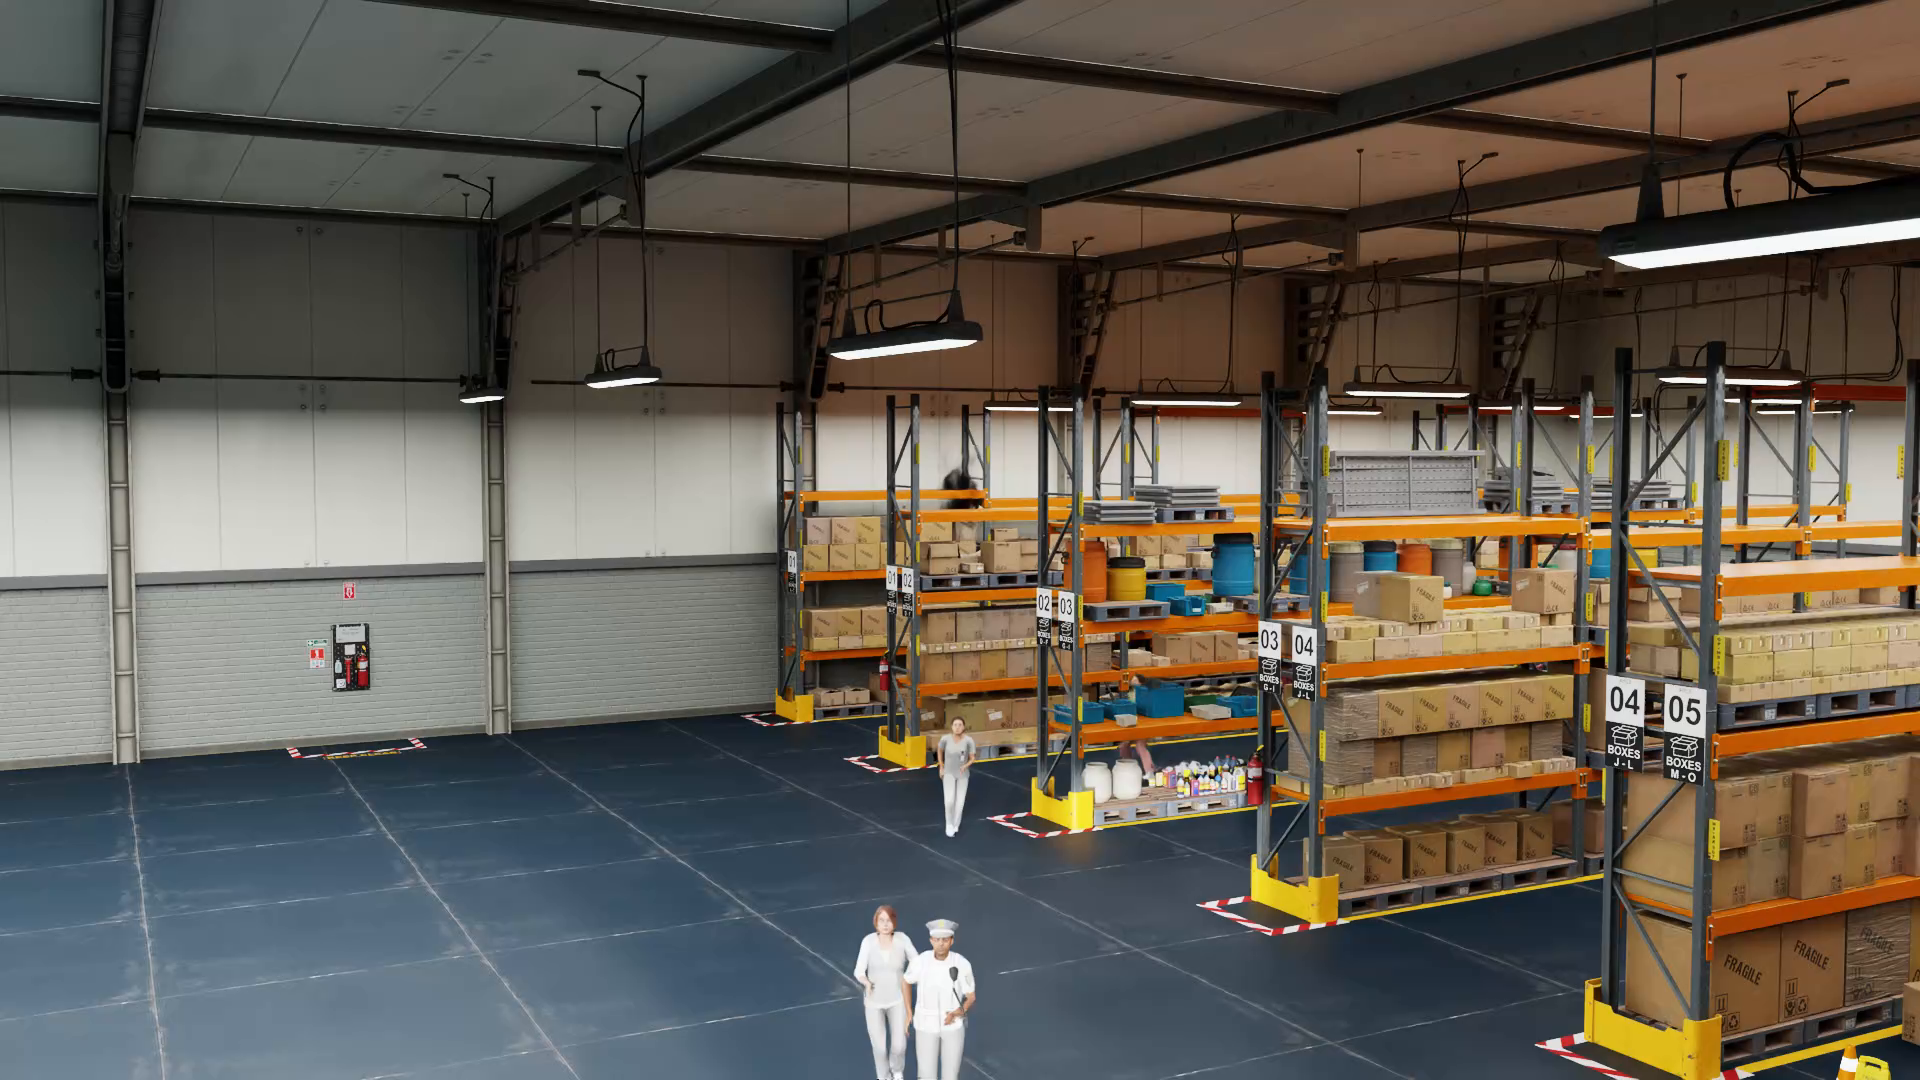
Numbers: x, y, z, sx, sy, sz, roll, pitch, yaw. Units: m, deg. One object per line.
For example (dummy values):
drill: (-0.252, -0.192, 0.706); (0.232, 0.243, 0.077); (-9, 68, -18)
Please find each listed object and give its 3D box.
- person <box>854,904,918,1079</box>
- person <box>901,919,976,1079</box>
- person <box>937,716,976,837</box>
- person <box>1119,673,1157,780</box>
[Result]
person: (-0.571, 3.640, 13.000); (0.518, 1.558, 0.548); (0, 3, -1)
person: (-0.158, 3.629, 12.314); (0.560, 1.659, 0.576); (0, 3, -2)
person: (-0.046, 3.101, 21.893); (0.493, 1.602, 0.719); (0, 3, -4)
person: (2.739, 2.899, 25.457); (0.652, 1.724, 0.572); (-2, 4, -31)
